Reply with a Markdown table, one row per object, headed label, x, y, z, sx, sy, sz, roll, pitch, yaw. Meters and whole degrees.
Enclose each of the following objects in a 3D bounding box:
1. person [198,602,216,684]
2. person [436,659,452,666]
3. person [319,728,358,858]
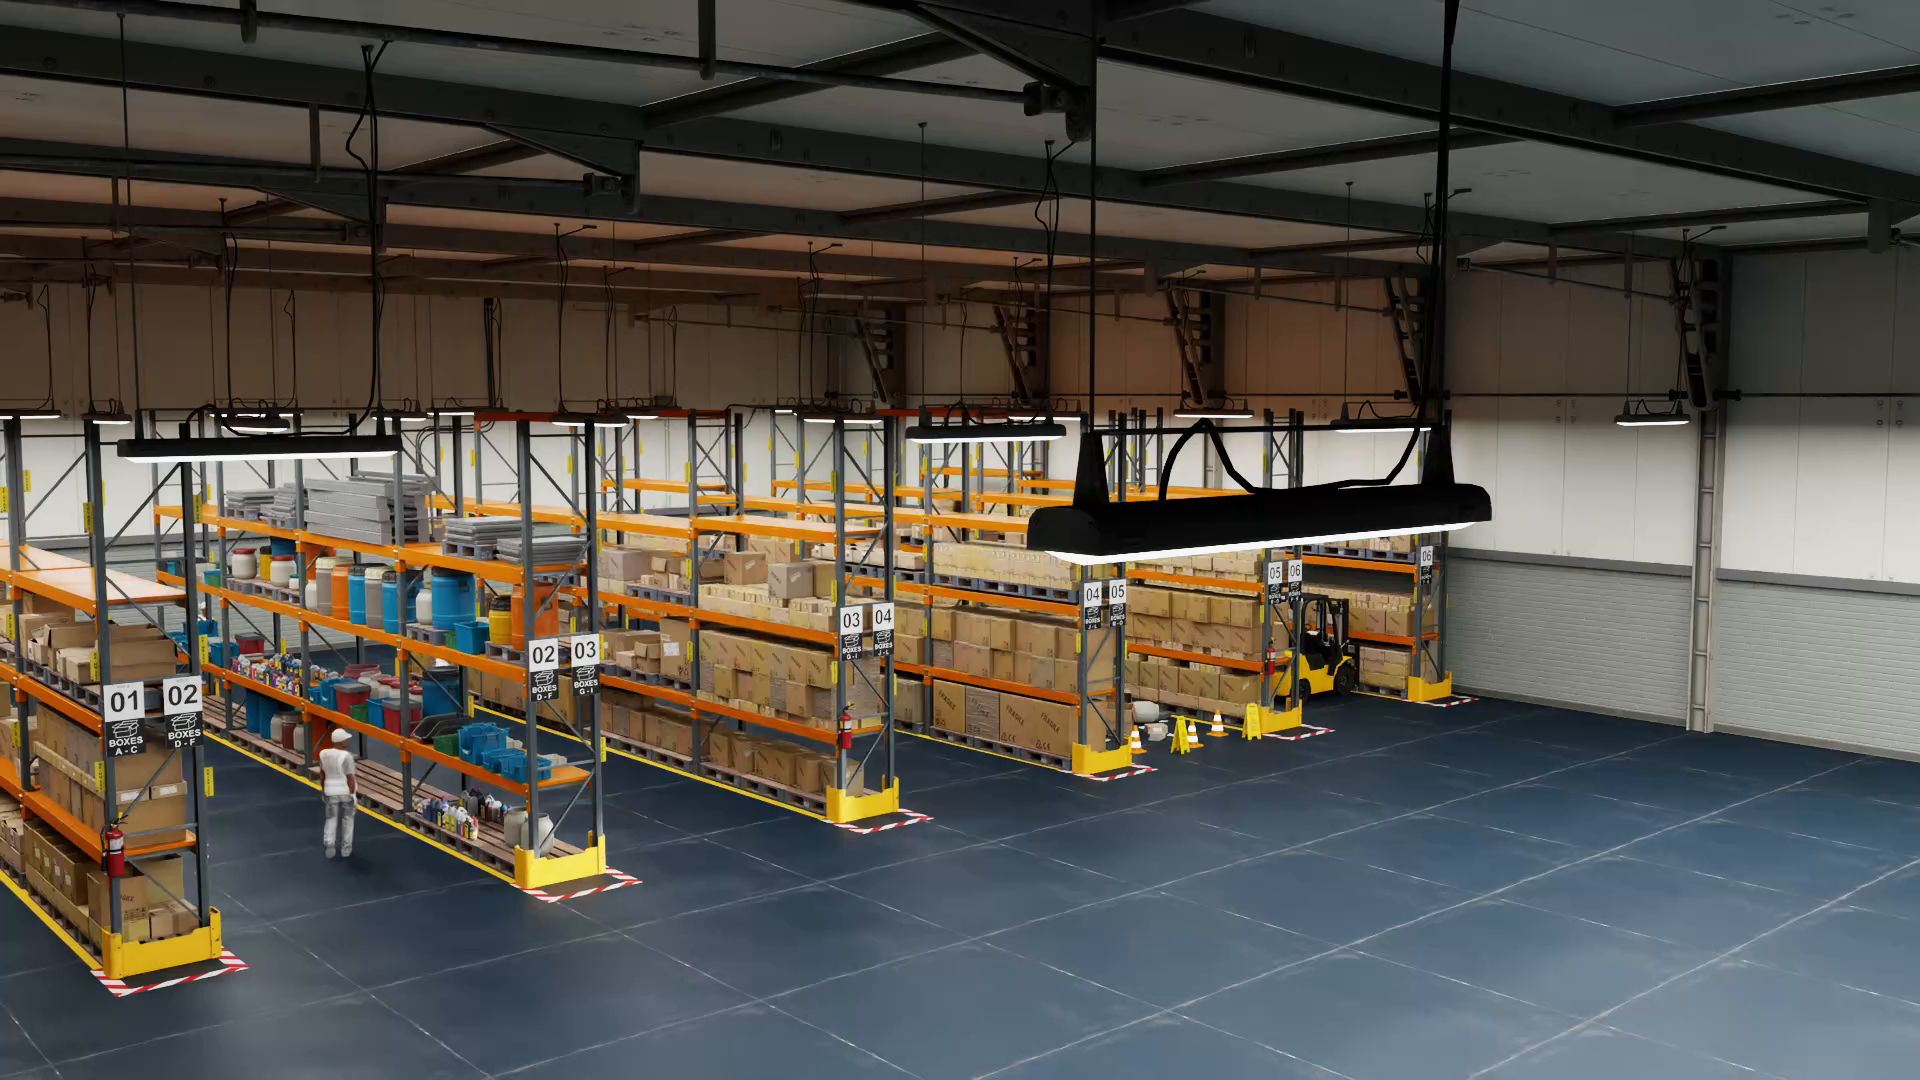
| label | x | y | z | sx | sy | sz | roll | pitch | yaw |
| --- | --- | --- | --- | --- | --- | --- | --- | --- | --- |
| person | -16.533 | 2.249 | 36.556 | 0.459 | 1.766 | 0.620 | 4 | 6 | 36 |
| person | -9.517 | 2.793 | 30.984 | 0.565 | 1.655 | 0.507 | 1 | 5 | 6 |
| person | -8.452 | 3.450 | 22.584 | 0.522 | 1.777 | 0.668 | -1 | 5 | -7 |
